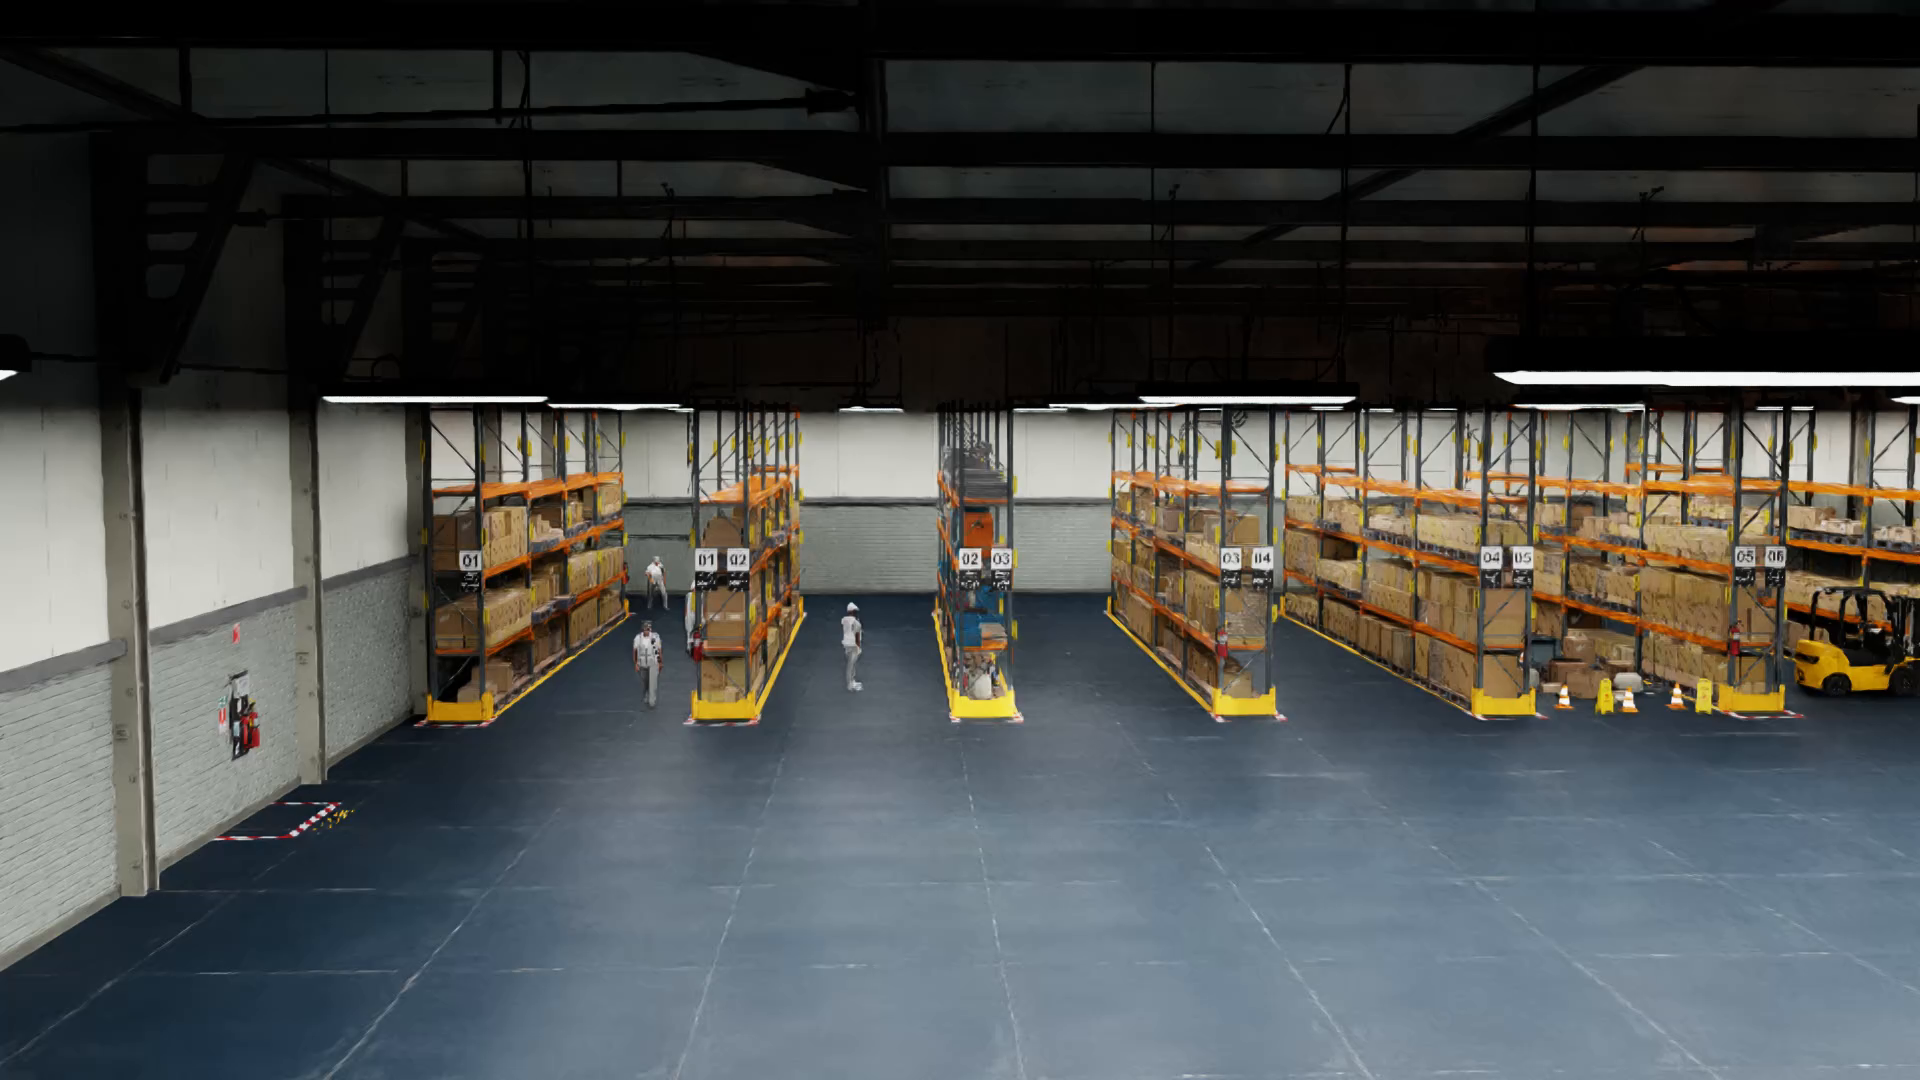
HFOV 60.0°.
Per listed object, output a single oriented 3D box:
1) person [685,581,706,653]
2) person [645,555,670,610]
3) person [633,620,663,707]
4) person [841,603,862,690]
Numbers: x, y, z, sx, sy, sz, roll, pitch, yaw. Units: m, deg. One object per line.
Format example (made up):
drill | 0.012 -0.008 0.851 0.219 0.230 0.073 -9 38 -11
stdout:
person | -6.338 1.829 39.845 0.550 1.709 1.128 0 4 -4
person | -8.856 1.235 48.571 0.656 1.592 0.818 -1 5 -19
person | -6.139 2.392 32.623 0.542 1.675 1.125 0 4 1
person | -2.198 2.195 34.549 0.458 1.776 0.618 -3 5 -30
